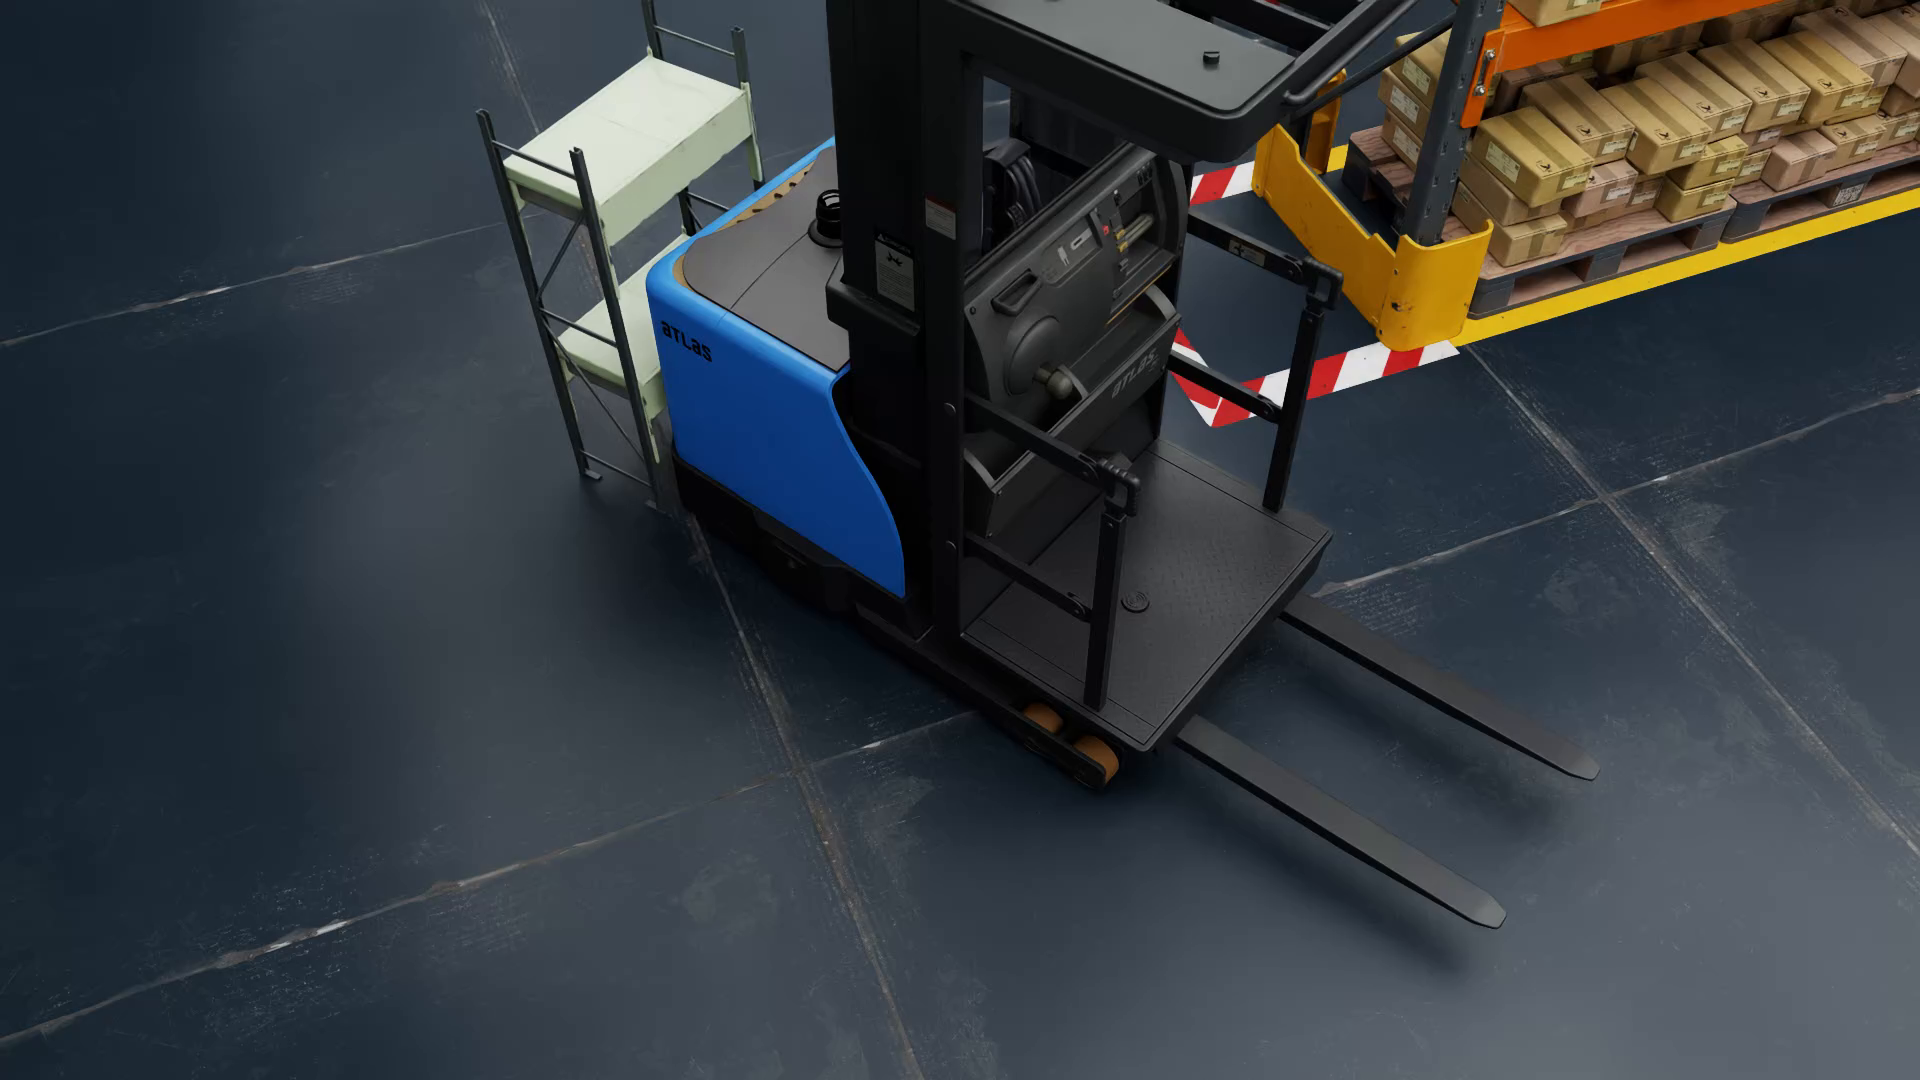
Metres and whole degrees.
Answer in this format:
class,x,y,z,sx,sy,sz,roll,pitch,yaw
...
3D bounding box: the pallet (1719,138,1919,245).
class,x,y,z,sx,sy,sz,roll,pitch,yaw
pallet,3.484,-1.789,7.147,1.213,0.211,1.003,-17,52,-14

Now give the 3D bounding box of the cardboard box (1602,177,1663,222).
class,x,y,z,sx,sy,sz,roll,pitch,yaw
cardboard box,2.566,-1.462,6.631,0.250,0.149,0.380,-17,51,-14

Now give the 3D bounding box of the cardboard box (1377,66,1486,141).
class,x,y,z,sx,sy,sz,roll,pitch,yaw
cardboard box,1.902,-1.777,6.705,0.250,0.149,0.380,-18,52,-15

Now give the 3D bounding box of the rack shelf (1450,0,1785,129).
class,x,y,z,sx,sy,sz,roll,pitch,yaw
rack shelf,3.372,-2.460,6.359,4.000,0.370,1.077,-17,52,-14

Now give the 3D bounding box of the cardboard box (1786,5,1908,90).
class,x,y,z,sx,sy,sz,roll,pitch,yaw
cardboard box,3.542,-1.965,6.670,0.250,0.149,0.380,-17,51,-14

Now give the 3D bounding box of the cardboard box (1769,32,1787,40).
class,x,y,z,sx,sy,sz,roll,pitch,yaw
cardboard box,3.345,-2.244,7.106,0.250,0.149,0.380,-17,51,-14

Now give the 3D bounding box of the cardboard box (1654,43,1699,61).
class,x,y,z,sx,sy,sz,roll,pitch,yaw
cardboard box,2.857,-2.085,6.970,0.250,0.149,0.380,-17,51,-14

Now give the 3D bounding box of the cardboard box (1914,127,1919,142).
class,x,y,z,sx,sy,sz,roll,pitch,yaw
cardboard box,4.032,-1.827,6.944,0.250,0.149,0.380,-17,52,-14

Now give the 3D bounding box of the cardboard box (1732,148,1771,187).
class,x,y,z,sx,sy,sz,roll,pitch,yaw
cardboard box,3.044,-1.599,6.748,0.250,0.149,0.380,-17,51,-14

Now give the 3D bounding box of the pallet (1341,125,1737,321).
class,x,y,z,sx,sy,sz,roll,pitch,yaw
pallet,2.357,-1.442,6.849,1.213,0.211,1.003,-17,52,-14

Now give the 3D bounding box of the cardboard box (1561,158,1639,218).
class,x,y,z,sx,sy,sz,roll,pitch,yaw
cardboard box,2.378,-1.434,6.411,0.250,0.149,0.380,-17,52,-14

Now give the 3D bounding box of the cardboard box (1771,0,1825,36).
class,x,y,z,sx,sy,sz,roll,pitch,yaw
cardboard box,3.370,-2.286,6.946,0.250,0.149,0.380,-17,51,-14

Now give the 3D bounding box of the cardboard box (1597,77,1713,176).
class,x,y,z,sx,sy,sz,roll,pitch,yaw
cardboard box,2.626,-1.580,6.340,0.250,0.149,0.380,-17,52,-14

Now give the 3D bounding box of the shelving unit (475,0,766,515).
class,x,y,z,sx,sy,sz,roll,pitch,yaw
shelving unit,-1.014,-0.906,5.528,0.431,1.500,0.755,25,54,23

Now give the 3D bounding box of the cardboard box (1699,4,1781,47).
class,x,y,z,sx,sy,sz,roll,pitch,yaw
cardboard box,3.139,-2.191,6.864,0.250,0.149,0.380,-19,52,-15

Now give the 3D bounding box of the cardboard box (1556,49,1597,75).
class,x,y,z,sx,sy,sz,roll,pitch,yaw
cardboard box,2.361,-2.047,6.741,0.250,0.149,0.380,-18,52,-15

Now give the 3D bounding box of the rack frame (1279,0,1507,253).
class,x,y,z,sx,sy,sz,roll,pitch,yaw
rack frame,1.521,-2.120,5.594,0.127,3.000,1.000,-17,52,-14

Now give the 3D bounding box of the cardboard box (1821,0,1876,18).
class,x,y,z,sx,sy,sz,roll,pitch,yaw
cardboard box,3.613,-2.329,6.983,0.250,0.149,0.380,-19,52,-16

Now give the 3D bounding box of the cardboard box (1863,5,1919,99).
class,x,y,z,sx,sy,sz,roll,pitch,yaw
cardboard box,3.813,-1.959,6.665,0.250,0.149,0.380,-19,52,-16

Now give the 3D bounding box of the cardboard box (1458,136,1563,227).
class,x,y,z,sx,sy,sz,roll,pitch,yaw
cardboard box,2.103,-1.395,6.377,0.250,0.149,0.380,-15,51,-13

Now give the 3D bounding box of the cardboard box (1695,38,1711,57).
class,x,y,z,sx,sy,sz,roll,pitch,yaw
cardboard box,3.101,-2.145,7.022,0.250,0.149,0.380,-15,51,-12

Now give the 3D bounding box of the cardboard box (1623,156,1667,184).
class,x,y,z,sx,sy,sz,roll,pitch,yaw
cardboard box,2.571,-1.566,6.524,0.250,0.149,0.380,-17,51,-14

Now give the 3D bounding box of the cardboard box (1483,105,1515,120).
class,x,y,z,sx,sy,sz,roll,pitch,yaw
cardboard box,2.164,-1.814,6.737,0.250,0.149,0.380,-18,52,-15

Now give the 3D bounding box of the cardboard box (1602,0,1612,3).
class,x,y,z,sx,sy,sz,roll,pitch,yaw
cardboard box,2.165,-2.003,5.659,0.250,0.149,0.380,-16,51,-13

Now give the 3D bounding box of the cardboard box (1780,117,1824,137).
class,x,y,z,sx,sy,sz,roll,pitch,yaw
cardboard box,3.295,-1.814,6.737,0.250,0.149,0.380,-15,51,-12

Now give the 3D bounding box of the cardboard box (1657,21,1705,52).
class,x,y,z,sx,sy,sz,roll,pitch,yaw
cardboard box,2.853,-2.193,6.866,0.250,0.149,0.380,-15,51,-13

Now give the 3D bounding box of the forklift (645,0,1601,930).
class,x,y,z,sx,sy,sz,roll,pitch,yaw
forklift,0.492,-0.658,4.383,3.031,2.935,1.130,31,56,24

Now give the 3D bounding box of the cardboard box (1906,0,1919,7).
class,x,y,z,sx,sy,sz,roll,pitch,yaw
cardboard box,4.104,-2.387,7.229,0.250,0.149,0.380,-20,52,-16

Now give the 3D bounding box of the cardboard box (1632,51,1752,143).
class,x,y,z,sx,sy,sz,roll,pitch,yaw
cardboard box,2.824,-1.709,6.451,0.250,0.149,0.380,-20,52,-16

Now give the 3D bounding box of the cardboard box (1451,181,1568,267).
class,x,y,z,sx,sy,sz,roll,pitch,yaw
cardboard box,2.127,-1.254,6.452,0.250,0.149,0.380,-16,51,-14

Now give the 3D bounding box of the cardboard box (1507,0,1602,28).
class,x,y,z,sx,sy,sz,roll,pitch,yaw
cardboard box,1.945,-1.901,5.571,0.250,0.149,0.380,-18,52,-15

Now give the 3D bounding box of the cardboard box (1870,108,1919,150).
class,x,y,z,sx,sy,sz,roll,pitch,yaw
cardboard box,3.765,-1.799,6.920,0.250,0.149,0.380,-16,51,-14

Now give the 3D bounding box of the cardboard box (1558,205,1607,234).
class,x,y,z,sx,sy,sz,roll,pitch,yaw
cardboard box,2.338,-1.386,6.566,0.250,0.149,0.380,-17,52,-14

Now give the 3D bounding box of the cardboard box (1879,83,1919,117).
class,x,y,z,sx,sy,sz,roll,pitch,yaw
cardboard box,3.812,-1.931,6.837,0.250,0.149,0.380,-19,52,-16

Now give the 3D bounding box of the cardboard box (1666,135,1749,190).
class,x,y,z,sx,sy,sz,roll,pitch,yaw
cardboard box,2.850,-1.564,6.522,0.250,0.149,0.380,-16,51,-13

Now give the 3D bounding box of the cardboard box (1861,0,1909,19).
class,x,y,z,sx,sy,sz,roll,pitch,yaw
cardboard box,3.841,-2.325,7.176,0.250,0.149,0.380,-15,51,-13

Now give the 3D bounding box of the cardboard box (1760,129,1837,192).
class,x,y,z,sx,sy,sz,roll,pitch,yaw
cardboard box,3.307,-1.609,6.757,0.250,0.149,0.380,-20,52,-16

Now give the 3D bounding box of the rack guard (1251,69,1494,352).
class,x,y,z,sx,sy,sz,roll,pitch,yaw
rack guard,1.591,-1.328,6.561,0.348,0.500,1.175,-17,52,-14

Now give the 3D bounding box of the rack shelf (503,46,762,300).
class,x,y,z,sx,sy,sz,roll,pitch,yaw
rack shelf,-1.026,-1.166,5.238,0.431,0.370,0.720,25,54,23

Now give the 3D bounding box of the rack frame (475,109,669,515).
class,x,y,z,sx,sy,sz,roll,pitch,yaw
rack frame,-1.215,-0.674,5.329,0.400,1.500,0.023,25,54,23

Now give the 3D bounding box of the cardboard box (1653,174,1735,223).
class,x,y,z,sx,sy,sz,roll,pitch,yaw
cardboard box,2.844,-1.459,6.628,0.250,0.149,0.380,-17,51,-14

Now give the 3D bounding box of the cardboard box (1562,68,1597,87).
class,x,y,z,sx,sy,sz,roll,pitch,yaw
cardboard box,2.382,-1.927,6.834,0.250,0.149,0.380,-19,52,-16

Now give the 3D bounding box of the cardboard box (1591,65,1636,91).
class,x,y,z,sx,sy,sz,roll,pitch,yaw
cardboard box,2.670,-1.932,6.838,0.250,0.149,0.380,-18,52,-15

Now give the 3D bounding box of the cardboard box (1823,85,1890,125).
class,x,y,z,sx,sy,sz,roll,pitch,yaw
cardboard box,3.549,-1.884,6.797,0.250,0.149,0.380,-15,51,-13

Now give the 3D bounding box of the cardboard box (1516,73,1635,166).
class,x,y,z,sx,sy,sz,roll,pitch,yaw
cardboard box,2.344,-1.597,6.355,0.250,0.149,0.380,-16,51,-14

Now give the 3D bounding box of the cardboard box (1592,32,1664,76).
class,x,y,z,sx,sy,sz,roll,pitch,yaw
cardboard box,2.625,-2.077,6.767,0.250,0.149,0.380,-19,52,-16

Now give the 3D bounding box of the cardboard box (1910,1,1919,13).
class,x,y,z,sx,sy,sz,roll,pitch,yaw
cardboard box,4.058,-2.045,6.739,0.250,0.149,0.380,-20,52,-16

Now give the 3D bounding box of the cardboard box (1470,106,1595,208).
class,x,y,z,sx,sy,sz,roll,pitch,yaw
cardboard box,2.134,-1.434,6.214,0.250,0.149,0.380,-19,52,-16

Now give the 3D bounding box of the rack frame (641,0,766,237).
class,x,y,z,sx,sy,sz,roll,pitch,yaw
rack frame,-0.812,-1.138,5.727,0.400,1.500,0.023,25,54,23

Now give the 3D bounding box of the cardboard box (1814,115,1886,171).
class,x,y,z,sx,sy,sz,roll,pitch,yaw
cardboard box,3.554,-1.707,6.841,0.250,0.149,0.380,-17,52,-14

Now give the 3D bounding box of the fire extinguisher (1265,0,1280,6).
class,x,y,z,sx,sy,sz,roll,pitch,yaw
fire extinguisher,1.113,-2.225,5.981,0.183,0.674,0.296,-17,52,-14

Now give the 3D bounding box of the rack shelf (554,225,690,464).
class,x,y,z,sx,sy,sz,roll,pitch,yaw
rack shelf,-1.004,-0.688,5.771,0.431,0.370,0.720,25,54,23

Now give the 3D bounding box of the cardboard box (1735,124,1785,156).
class,x,y,z,sx,sy,sz,roll,pitch,yaw
cardboard box,3.059,-1.707,6.645,0.250,0.149,0.380,-19,52,-16

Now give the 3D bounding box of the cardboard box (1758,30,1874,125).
class,x,y,z,sx,sy,sz,roll,pitch,yaw
cardboard box,3.345,-1.825,6.550,0.250,0.149,0.380,-16,51,-14

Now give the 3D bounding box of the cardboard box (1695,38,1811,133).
class,x,y,z,sx,sy,sz,roll,pitch,yaw
cardboard box,3.084,-1.782,6.513,0.250,0.149,0.380,-15,51,-13

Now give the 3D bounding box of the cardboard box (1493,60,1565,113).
class,x,y,z,sx,sy,sz,roll,pitch,yaw
cardboard box,2.170,-1.884,6.601,0.250,0.149,0.380,-16,51,-14

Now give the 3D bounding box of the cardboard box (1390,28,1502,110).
class,x,y,z,sx,sy,sz,roll,pitch,yaw
cardboard box,1.915,-1.852,6.573,0.250,0.149,0.380,-17,51,-14

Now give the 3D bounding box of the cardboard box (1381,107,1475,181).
class,x,y,z,sx,sy,sz,roll,pitch,yaw
cardboard box,1.929,-1.626,6.771,0.250,0.149,0.380,-16,51,-14
